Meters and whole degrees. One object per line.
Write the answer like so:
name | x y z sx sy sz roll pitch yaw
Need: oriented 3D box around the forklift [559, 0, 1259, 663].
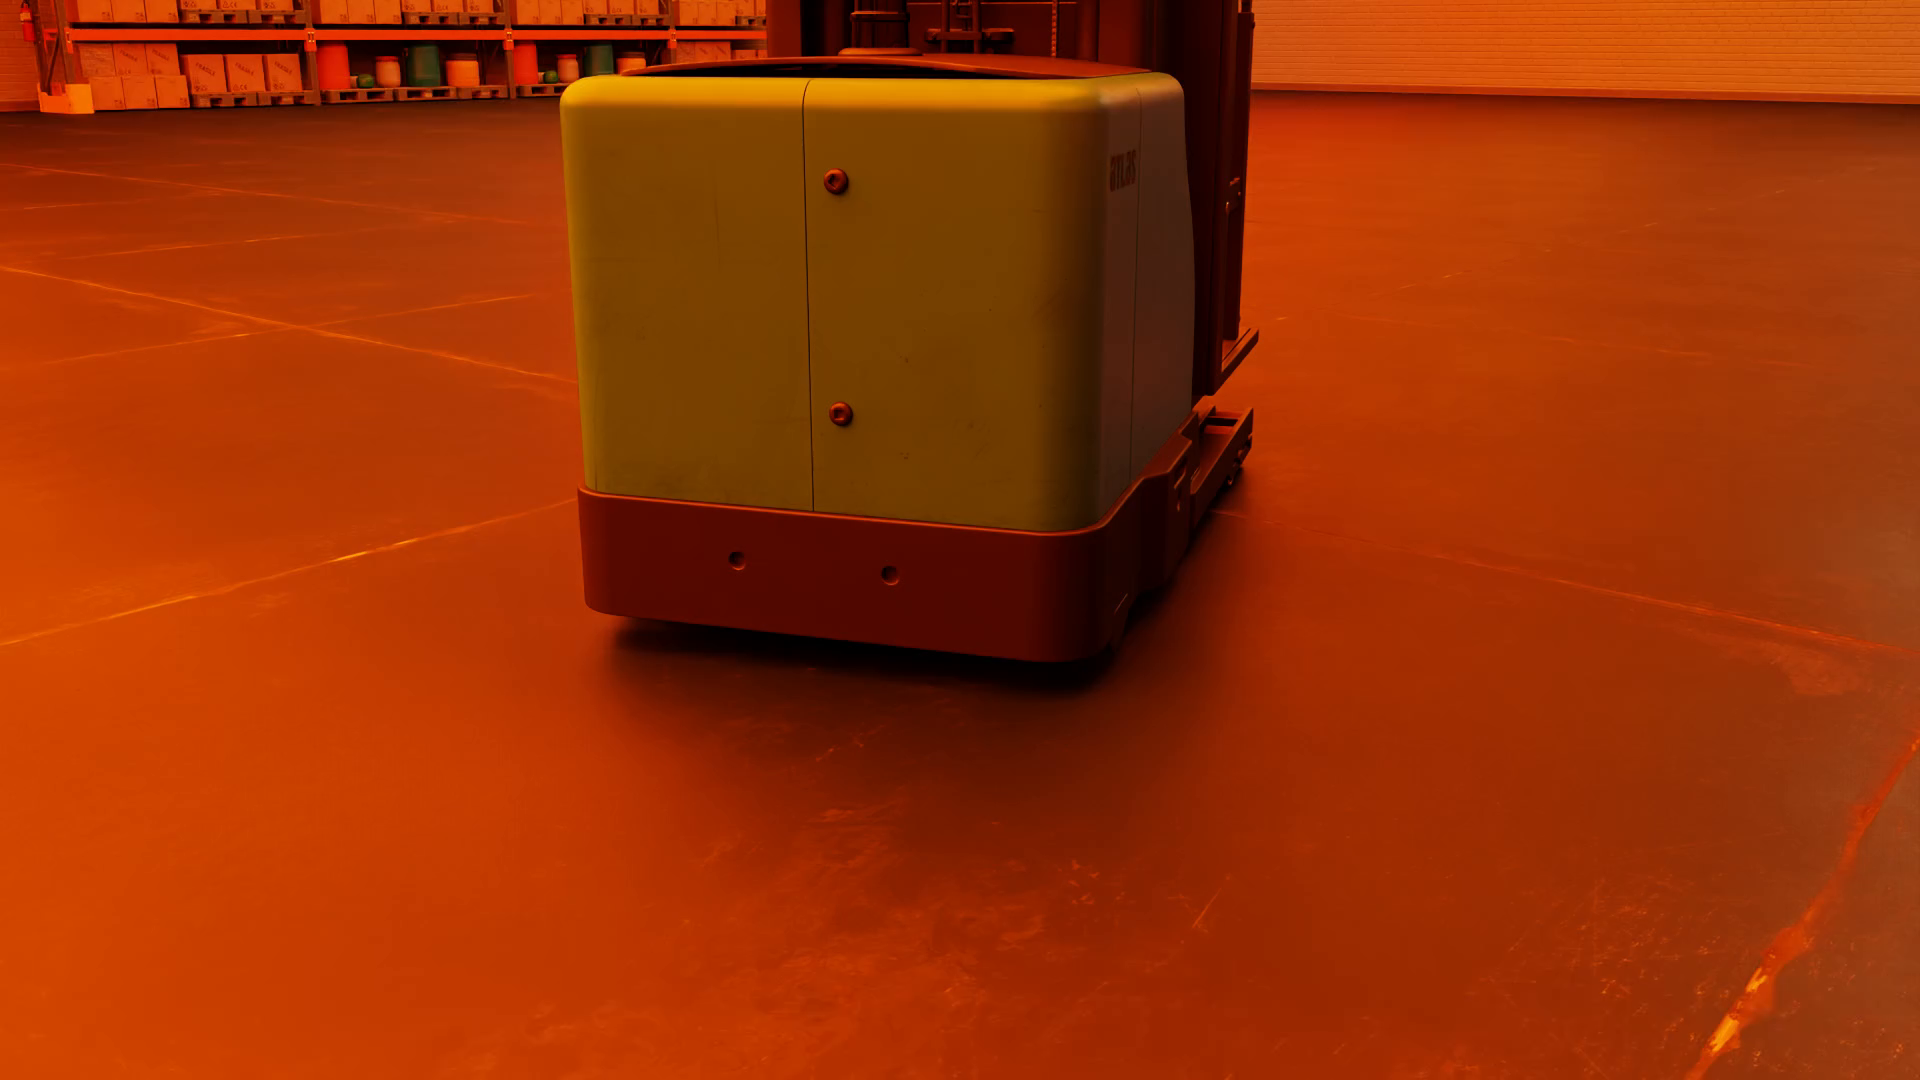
forklift | 0.182 -1.571 4.072 1.130 2.935 3.031 5 18 17
